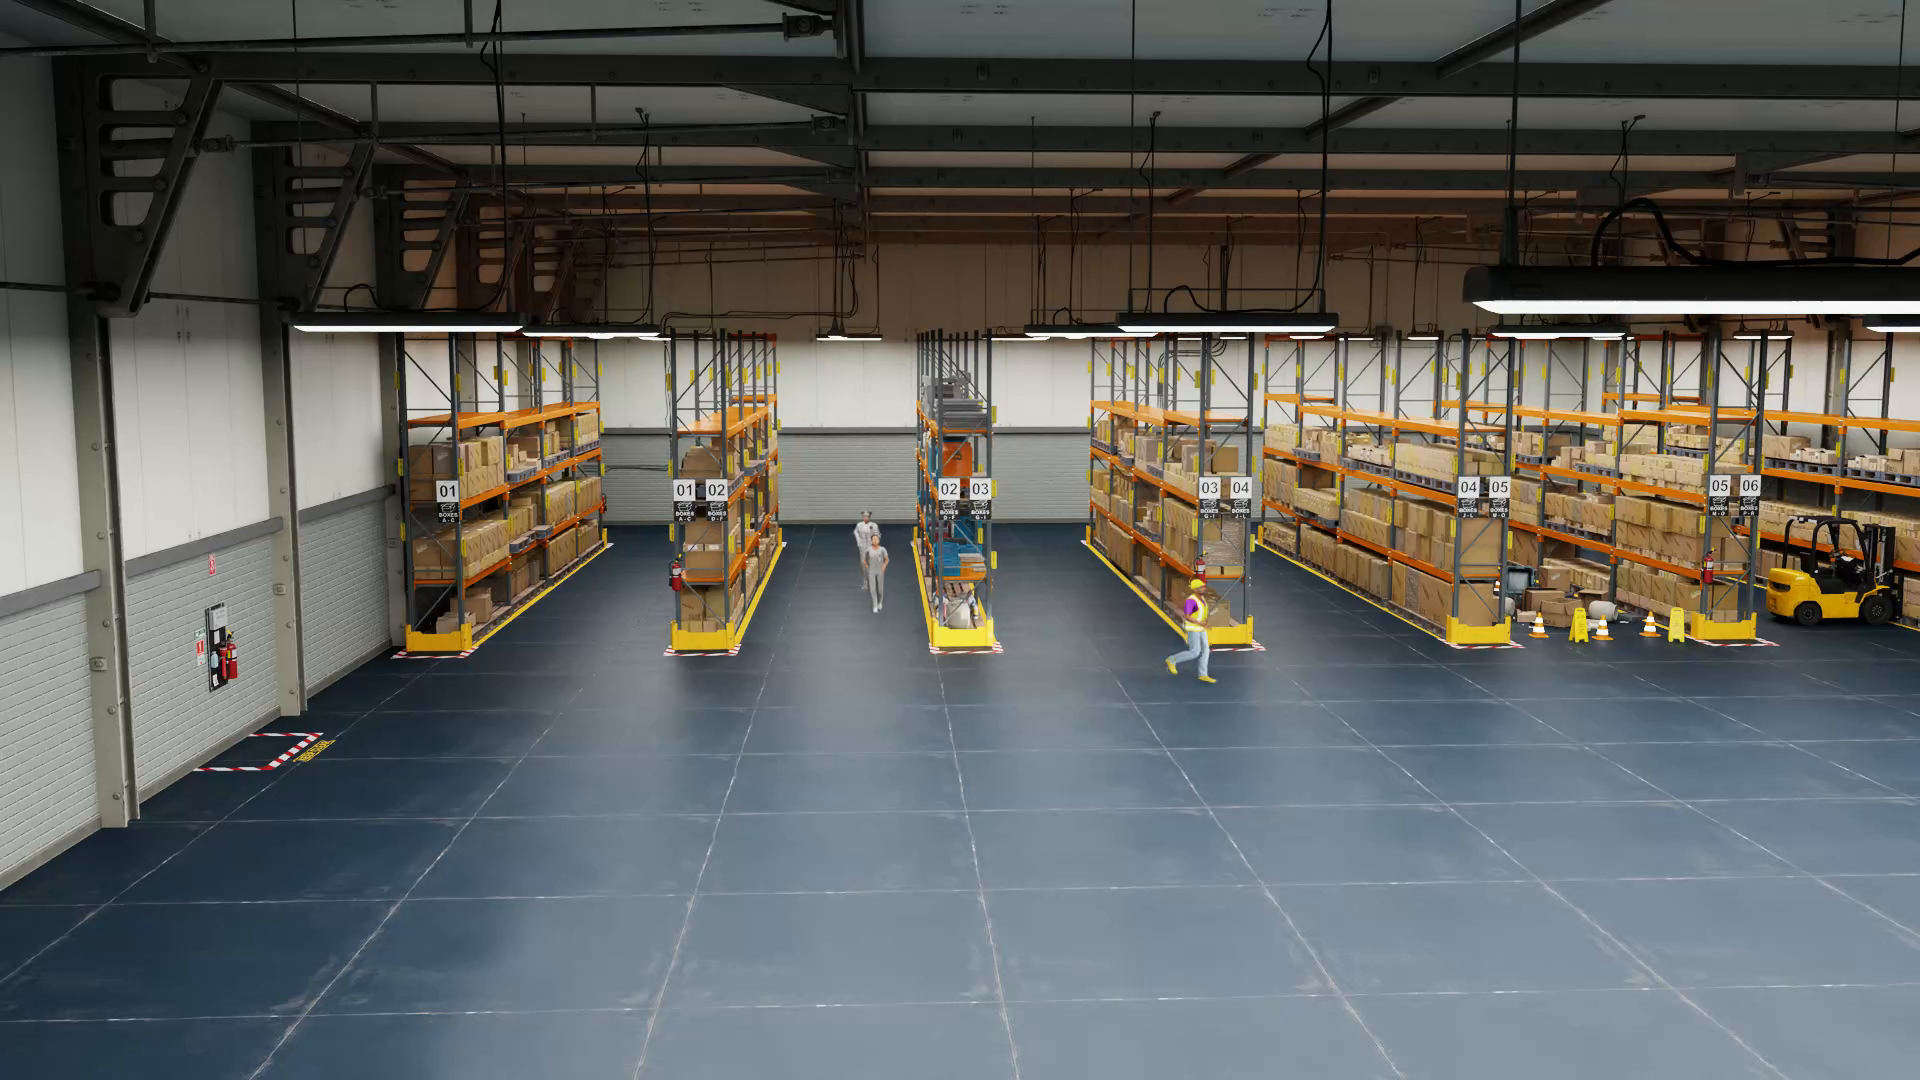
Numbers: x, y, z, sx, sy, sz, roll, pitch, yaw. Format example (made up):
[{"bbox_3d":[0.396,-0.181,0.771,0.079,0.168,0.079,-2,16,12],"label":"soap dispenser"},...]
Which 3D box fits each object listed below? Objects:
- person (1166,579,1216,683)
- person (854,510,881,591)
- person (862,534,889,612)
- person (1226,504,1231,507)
[{"bbox_3d":[3.973,1.534,28.326,0.854,1.760,0.708,4,8,27],"label":"person"},{"bbox_3d":[-2.065,0.205,37.365,0.584,1.773,0.730,-1,7,-7],"label":"person"},{"bbox_3d":[-1.759,0.690,34.569,0.561,1.611,0.578,0,7,-2],"label":"person"},{"bbox_3d":[7.450,-0.527,46.311,0.699,1.682,0.999,-1,7,-4],"label":"person"}]
